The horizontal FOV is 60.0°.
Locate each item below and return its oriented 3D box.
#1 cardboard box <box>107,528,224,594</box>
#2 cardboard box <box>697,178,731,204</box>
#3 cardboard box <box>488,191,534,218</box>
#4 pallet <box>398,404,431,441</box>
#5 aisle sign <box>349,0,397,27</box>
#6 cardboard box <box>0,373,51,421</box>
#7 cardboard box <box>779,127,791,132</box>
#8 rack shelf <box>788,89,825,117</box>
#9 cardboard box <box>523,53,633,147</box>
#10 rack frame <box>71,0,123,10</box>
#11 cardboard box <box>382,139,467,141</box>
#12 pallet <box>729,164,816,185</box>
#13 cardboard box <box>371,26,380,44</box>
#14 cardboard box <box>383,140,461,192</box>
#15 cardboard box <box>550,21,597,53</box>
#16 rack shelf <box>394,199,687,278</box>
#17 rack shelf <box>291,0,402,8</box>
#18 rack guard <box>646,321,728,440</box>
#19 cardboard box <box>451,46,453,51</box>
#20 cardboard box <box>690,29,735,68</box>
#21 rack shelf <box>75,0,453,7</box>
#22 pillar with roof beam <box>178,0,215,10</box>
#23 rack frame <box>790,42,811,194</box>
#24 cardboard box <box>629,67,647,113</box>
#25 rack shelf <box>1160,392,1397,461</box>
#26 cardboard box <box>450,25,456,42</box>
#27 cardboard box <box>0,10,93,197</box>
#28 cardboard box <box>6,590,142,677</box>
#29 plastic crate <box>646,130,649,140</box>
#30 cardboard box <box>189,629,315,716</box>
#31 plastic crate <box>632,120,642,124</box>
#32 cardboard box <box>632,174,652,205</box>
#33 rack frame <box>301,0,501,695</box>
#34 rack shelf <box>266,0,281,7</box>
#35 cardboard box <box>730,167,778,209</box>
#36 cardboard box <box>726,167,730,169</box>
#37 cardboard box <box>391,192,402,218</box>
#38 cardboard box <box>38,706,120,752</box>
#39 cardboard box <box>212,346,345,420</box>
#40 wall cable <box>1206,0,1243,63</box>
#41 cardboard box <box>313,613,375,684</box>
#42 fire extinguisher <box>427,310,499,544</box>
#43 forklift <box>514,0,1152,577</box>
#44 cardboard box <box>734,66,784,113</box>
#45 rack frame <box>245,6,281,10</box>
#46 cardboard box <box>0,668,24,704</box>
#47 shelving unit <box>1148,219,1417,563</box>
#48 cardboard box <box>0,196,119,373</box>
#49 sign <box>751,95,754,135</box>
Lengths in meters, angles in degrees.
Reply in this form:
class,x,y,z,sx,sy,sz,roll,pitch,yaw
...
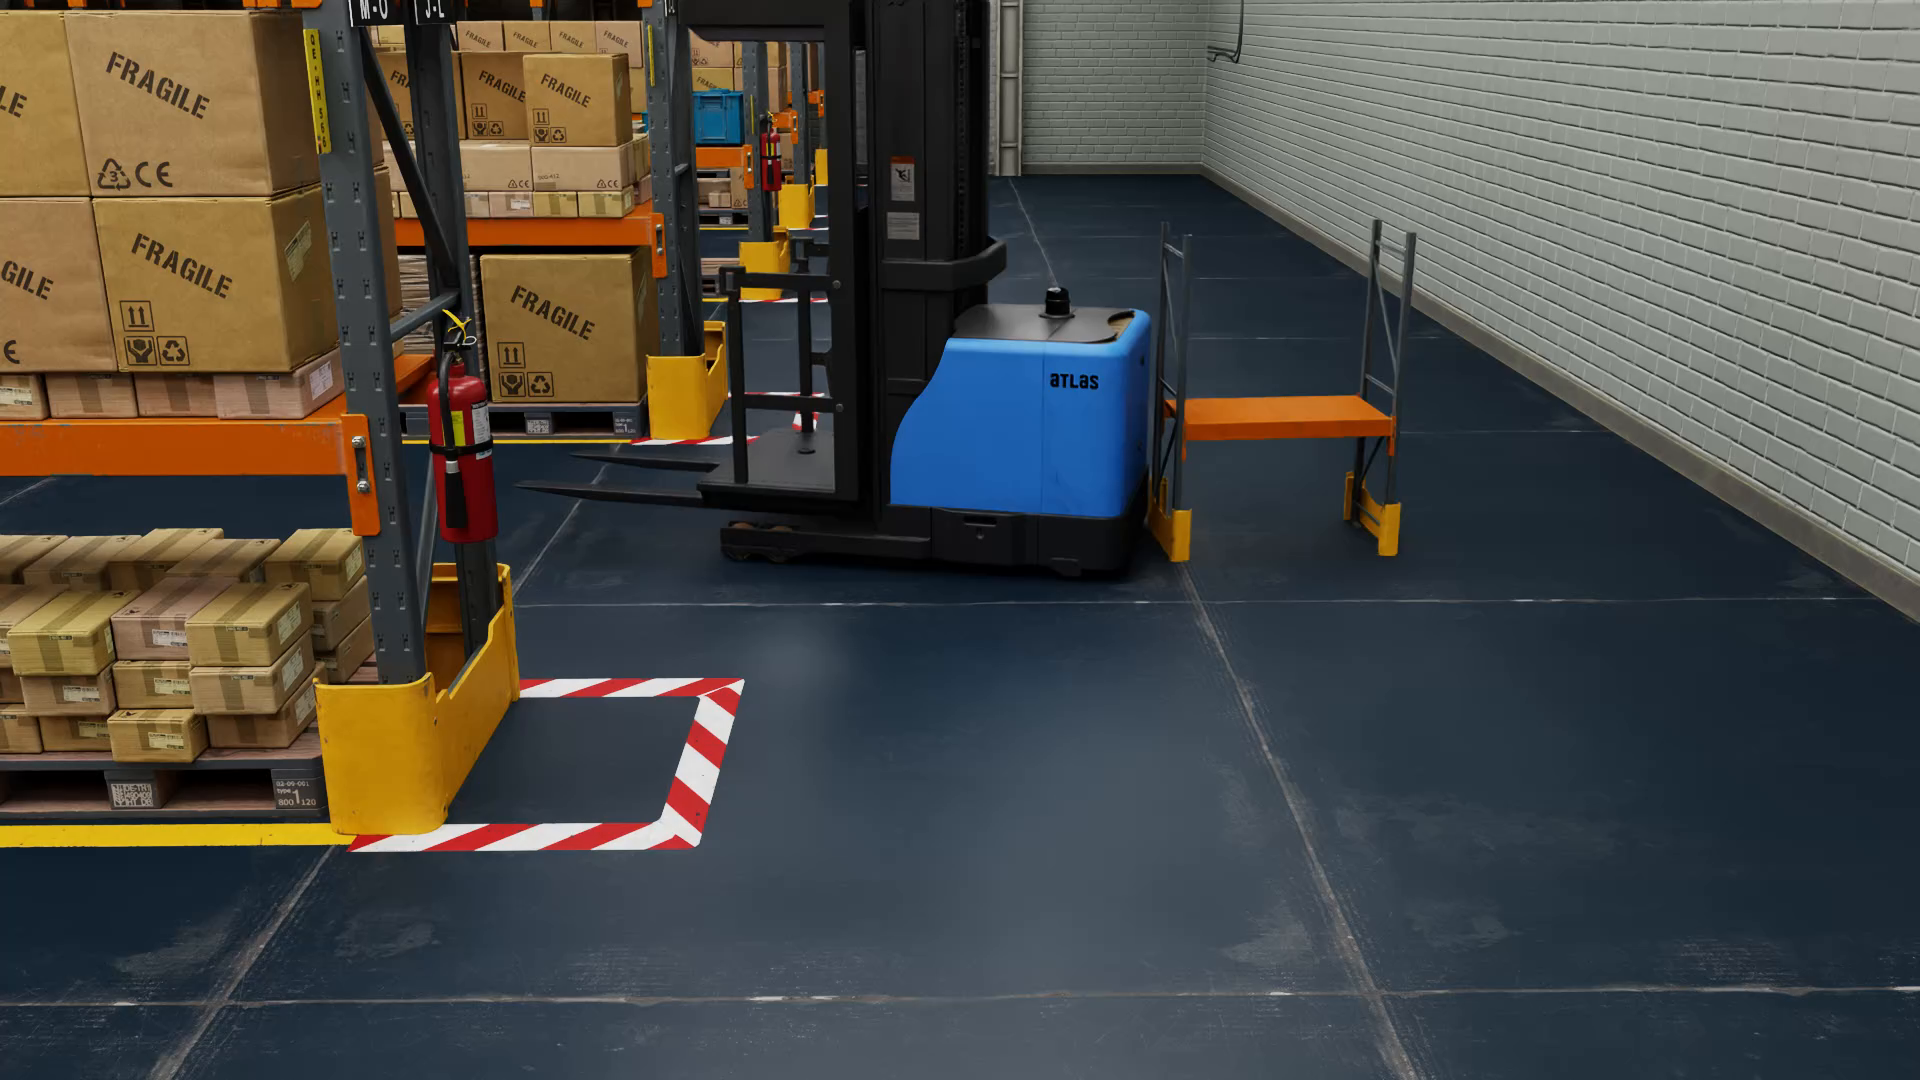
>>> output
class,x,y,z,sx,sy,sz,roll,pitch,yaw
cardboard box,-2.794,0.085,5.876,0.250,0.149,0.380,0,18,-1
cardboard box,-2.915,-4.210,20.044,0.500,0.250,0.500,0,18,-1
cardboard box,-2.578,-1.979,9.716,0.250,0.149,0.380,0,18,-1
pallet,-3.730,-0.843,10.328,1.213,0.211,1.003,0,18,-1
aisle sign,-1.660,-1.834,4.599,0.004,0.787,0.394,0,18,-1
cardboard box,-2.813,-0.476,5.033,0.250,0.149,0.380,0,18,1
cardboard box,-2.526,-6.088,24.458,0.250,0.149,0.380,0,18,0
rack shelf,-3.949,-6.389,24.232,4.000,0.370,1.077,0,18,-1
cardboard box,-2.198,-2.548,9.610,0.500,0.500,0.500,0,18,0
rack frame,-9.866,-5.190,19.316,0.127,3.000,1.000,0,18,-1
cardboard box,-3.221,-2.348,10.214,0.500,0.250,0.500,-1,18,-3
pallet,-2.747,-5.386,24.492,1.213,0.211,1.003,0,18,-1
cardboard box,-8.453,-7.189,23.635,0.500,0.250,0.500,0,18,0
cardboard box,-3.211,-2.185,9.707,0.500,0.250,0.500,-1,18,-3
cardboard box,-4.361,-5.654,18.963,0.500,0.500,0.500,-1,18,-2
rack shelf,-3.714,-1.851,10.084,4.000,0.370,1.077,0,18,-1
rack shelf,-3.737,-1.764,4.902,4.000,0.370,1.077,0,18,-1
rack guard,-1.691,-1.013,10.387,0.348,0.500,1.175,0,18,-1
cardboard box,-7.419,-6.837,23.765,0.500,0.500,0.500,0,18,-1
cardboard box,-2.813,-5.664,18.991,0.500,0.500,0.500,0,18,1
rack shelf,-7.867,-6.285,18.998,4.000,0.370,1.077,0,18,-1
pillar with roof beam,-11.194,-8.503,19.821,0.400,9.000,9.100,0,18,-1
rack frame,-1.867,-5.229,19.436,0.127,3.000,1.000,0,18,-1
cardboard box,-3.832,-5.184,19.134,0.500,0.500,0.500,-1,18,-2
rack shelf,1.486,-0.541,7.868,1.000,0.185,0.538,-2,18,-5
cardboard box,-6.923,-7.198,23.665,0.500,0.250,0.500,0,18,0
cardboard box,-2.698,-1.272,4.816,0.500,0.500,0.500,-1,18,-3
cardboard box,-2.772,0.290,5.238,0.250,0.149,0.380,-1,18,-2
plastic crate,-2.605,-3.560,14.567,0.243,0.136,0.396,0,18,-1
cardboard box,-2.261,0.418,5.327,0.250,0.149,0.380,-1,18,-2
plastic crate,-3.045,-3.739,15.125,0.298,0.136,0.250,0,18,-1
cardboard box,-2.075,-2.183,10.352,0.250,0.149,0.380,0,18,0
rack frame,-1.737,-0.688,5.281,0.127,3.000,1.000,0,18,-1
rack shelf,-3.793,-4.792,14.342,4.000,0.370,1.077,0,18,-1
cardboard box,-2.407,-4.170,19.508,0.500,0.500,0.500,0,18,-1
cardboard box,-3.148,-5.715,24.357,0.500,0.500,0.700,0,18,-1
cardboard box,-3.346,-1.974,9.703,0.250,0.149,0.380,0,18,-1
cardboard box,-2.781,0.543,5.423,0.250,0.149,0.380,0,18,-1
cardboard box,-2.059,-0.480,5.045,0.250,0.149,0.380,0,18,-1
wall cable,3.712,-8.038,23.455,0.112,2.526,3.097,0,18,-1
cardboard box,-2.266,0.375,5.949,0.250,0.149,0.380,0,18,0
fire extinguisher,-1.478,-0.334,4.914,0.183,0.674,0.296,0,18,-1
forklift,-0.641,-1.446,7.757,3.031,2.935,1.130,4,18,12
cardboard box,-2.311,-5.191,19.155,0.500,0.500,0.500,0,18,1
rack frame,-9.948,-6.703,24.032,0.127,3.000,1.000,0,18,-1
cardboard box,-3.050,0.391,5.411,0.250,0.149,0.380,0,18,-2
shelving unit,1.495,-0.713,7.814,1.083,1.500,0.587,-2,18,-5
cardboard box,-2.698,-0.795,4.965,0.500,0.500,0.500,-1,18,-2
sign,-1.768,-3.626,14.172,0.005,0.325,0.100,0,18,-1
